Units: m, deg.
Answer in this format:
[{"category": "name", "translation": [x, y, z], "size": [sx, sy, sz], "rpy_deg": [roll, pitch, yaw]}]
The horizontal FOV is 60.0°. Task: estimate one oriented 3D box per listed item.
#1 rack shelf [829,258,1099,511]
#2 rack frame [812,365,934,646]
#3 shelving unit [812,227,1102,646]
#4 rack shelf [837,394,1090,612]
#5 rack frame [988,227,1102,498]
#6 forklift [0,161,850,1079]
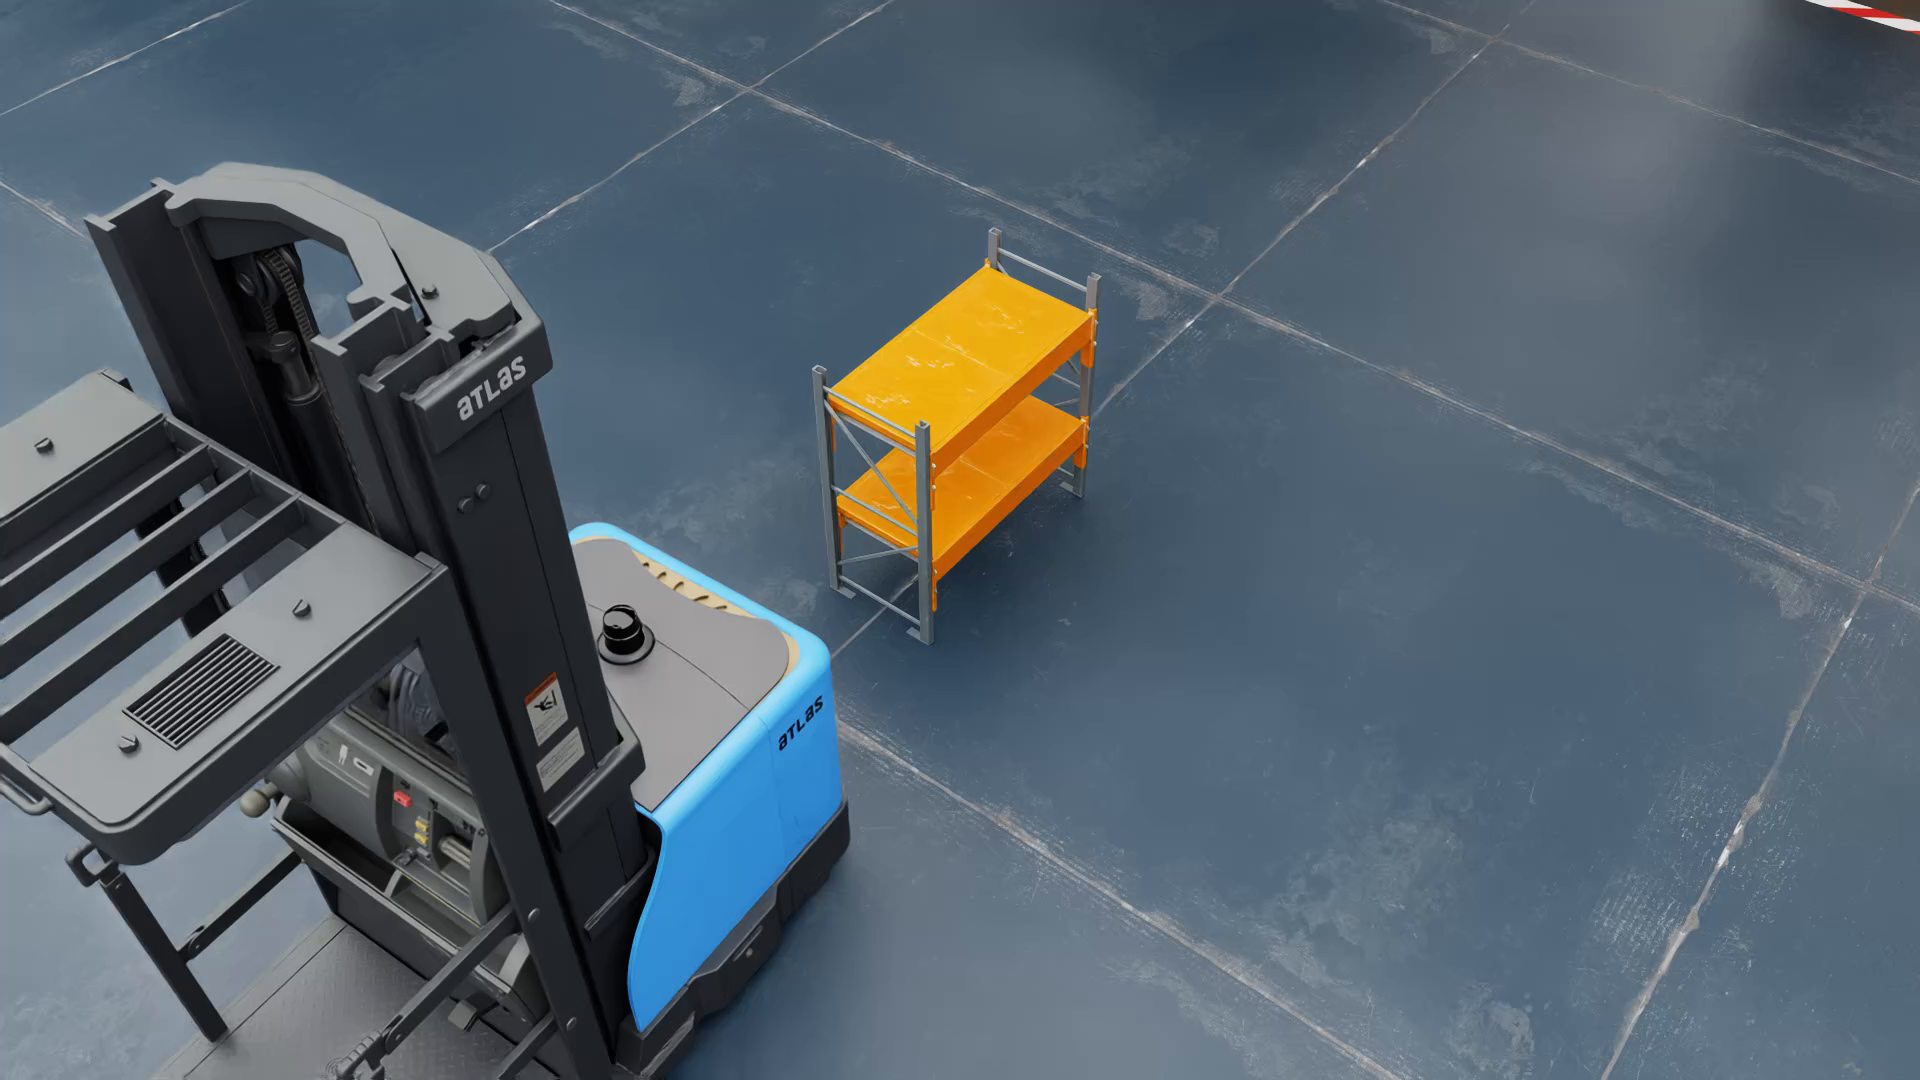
[{"category": "rack shelf", "translation": [0.004, -0.595, 6.135], "size": [0.538, 0.278, 1.000], "rpy_deg": [29, 53, 25]}, {"category": "rack frame", "translation": [-0.307, -0.102, 6.069], "size": [0.500, 1.125, 0.032], "rpy_deg": [29, 53, 25]}, {"category": "shelving unit", "translation": [0.004, -0.392, 6.347], "size": [0.538, 1.125, 1.048], "rpy_deg": [29, 53, 25]}, {"category": "rack shelf", "translation": [0.004, -0.224, 6.524], "size": [0.538, 0.278, 1.000], "rpy_deg": [29, 53, 25]}, {"category": "rack frame", "translation": [0.315, -0.683, 6.625], "size": [0.500, 1.125, 0.032], "rpy_deg": [29, 53, 25]}, {"category": "forklift", "translation": [-1.622, 0.723, 4.032], "size": [1.130, 2.935, 3.031], "rpy_deg": [26, 52, 23]}]
